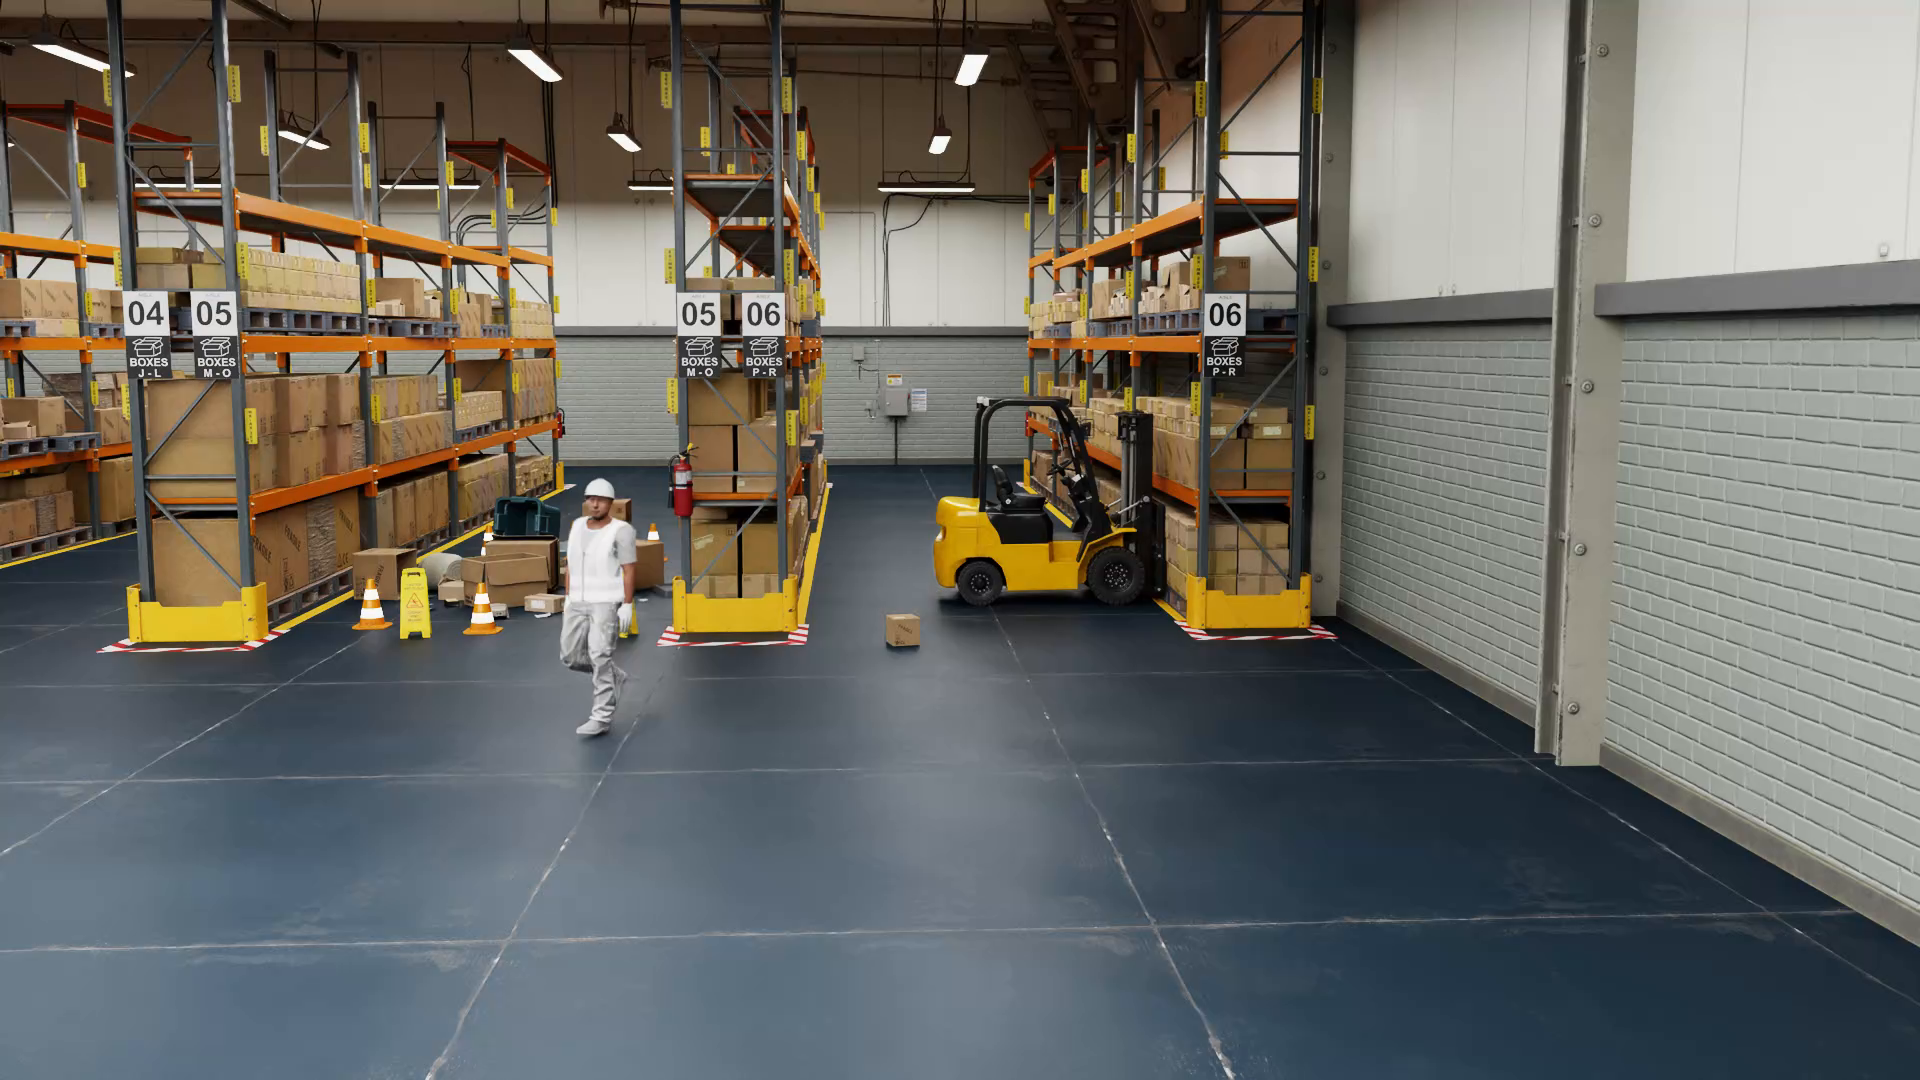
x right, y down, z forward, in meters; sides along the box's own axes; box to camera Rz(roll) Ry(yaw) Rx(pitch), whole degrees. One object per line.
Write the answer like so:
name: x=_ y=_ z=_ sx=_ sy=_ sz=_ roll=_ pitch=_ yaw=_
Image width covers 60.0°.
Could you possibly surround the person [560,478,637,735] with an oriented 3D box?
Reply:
person: x=-2.542 y=0.448 z=11.724 sx=0.558 sy=1.775 sz=0.672 roll=4 pitch=8 yaw=28
